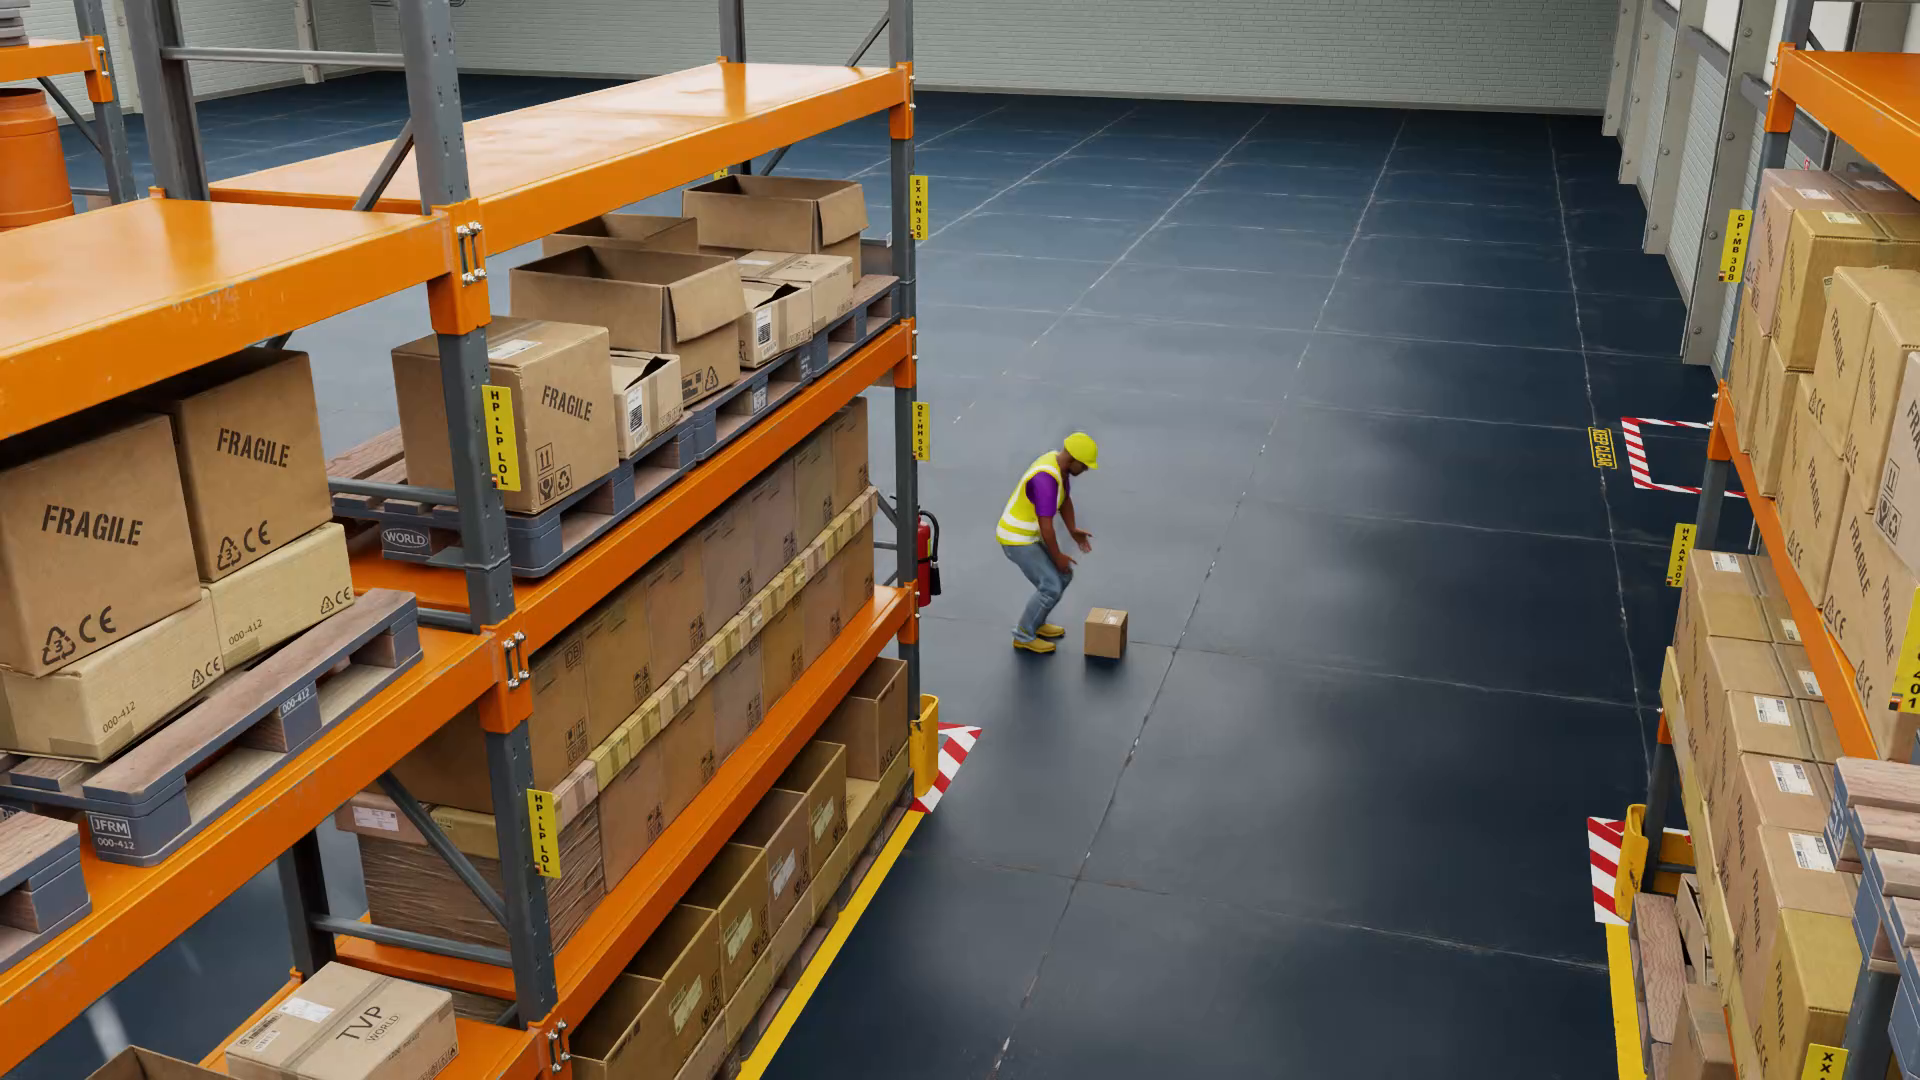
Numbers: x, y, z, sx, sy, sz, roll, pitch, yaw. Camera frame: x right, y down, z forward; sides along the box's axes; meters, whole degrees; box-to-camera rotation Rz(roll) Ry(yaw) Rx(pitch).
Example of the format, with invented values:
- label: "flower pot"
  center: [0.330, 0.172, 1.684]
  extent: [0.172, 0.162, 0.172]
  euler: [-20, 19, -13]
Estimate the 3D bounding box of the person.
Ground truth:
- label: "person"
  center: [0.600, -0.017, 11.401]
  extent: [0.666, 1.543, 0.625]
  euler: [7, 23, 16]
